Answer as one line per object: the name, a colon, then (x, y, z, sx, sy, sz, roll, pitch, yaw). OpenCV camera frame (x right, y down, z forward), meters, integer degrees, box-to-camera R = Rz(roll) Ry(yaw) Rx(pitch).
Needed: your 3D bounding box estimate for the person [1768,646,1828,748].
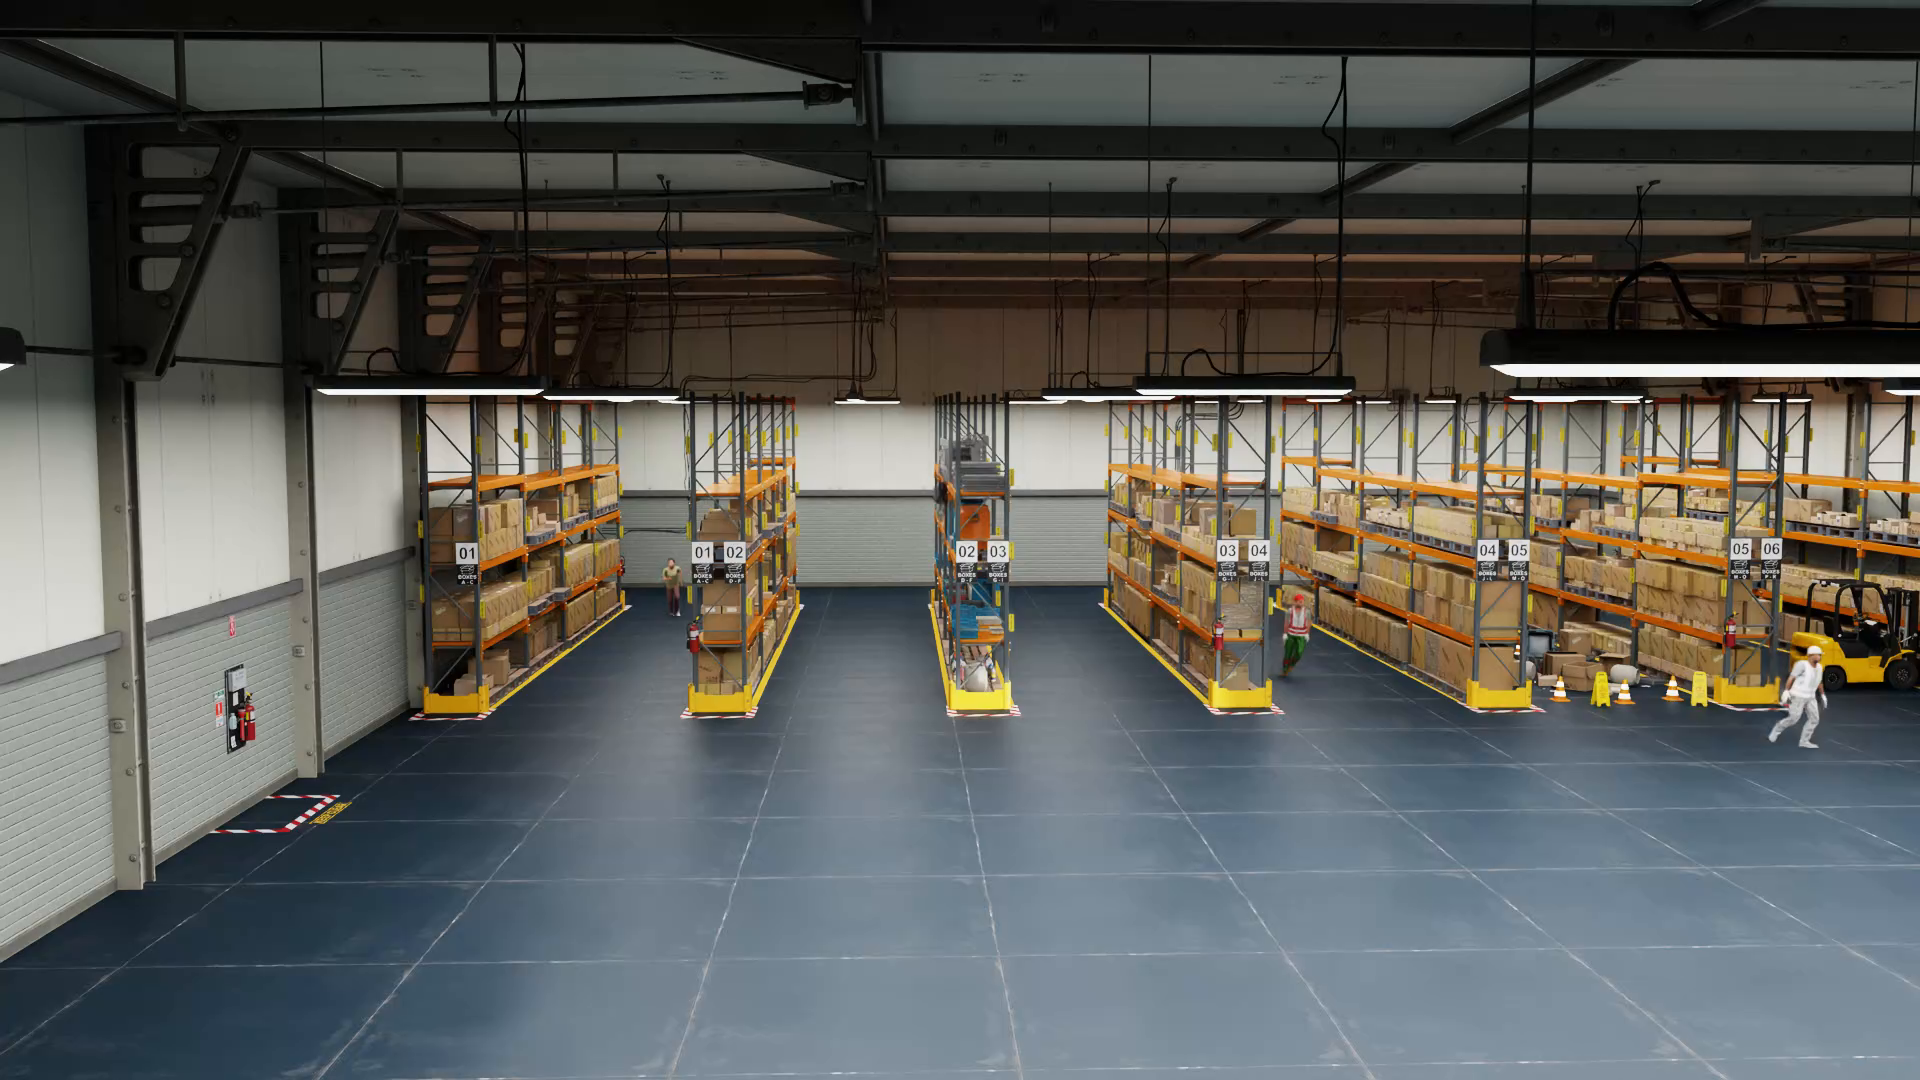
person: (14.109, 2.621, 28.009, 0.772, 1.723, 0.735, -2, 5, -28)

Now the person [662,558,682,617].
person: (-7.839, 1.285, 45.305, 0.521, 1.611, 0.891, -1, 5, -10)

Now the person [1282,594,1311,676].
person: (7.120, 2.018, 35.184, 0.593, 1.763, 0.488, 1, 5, 10)
